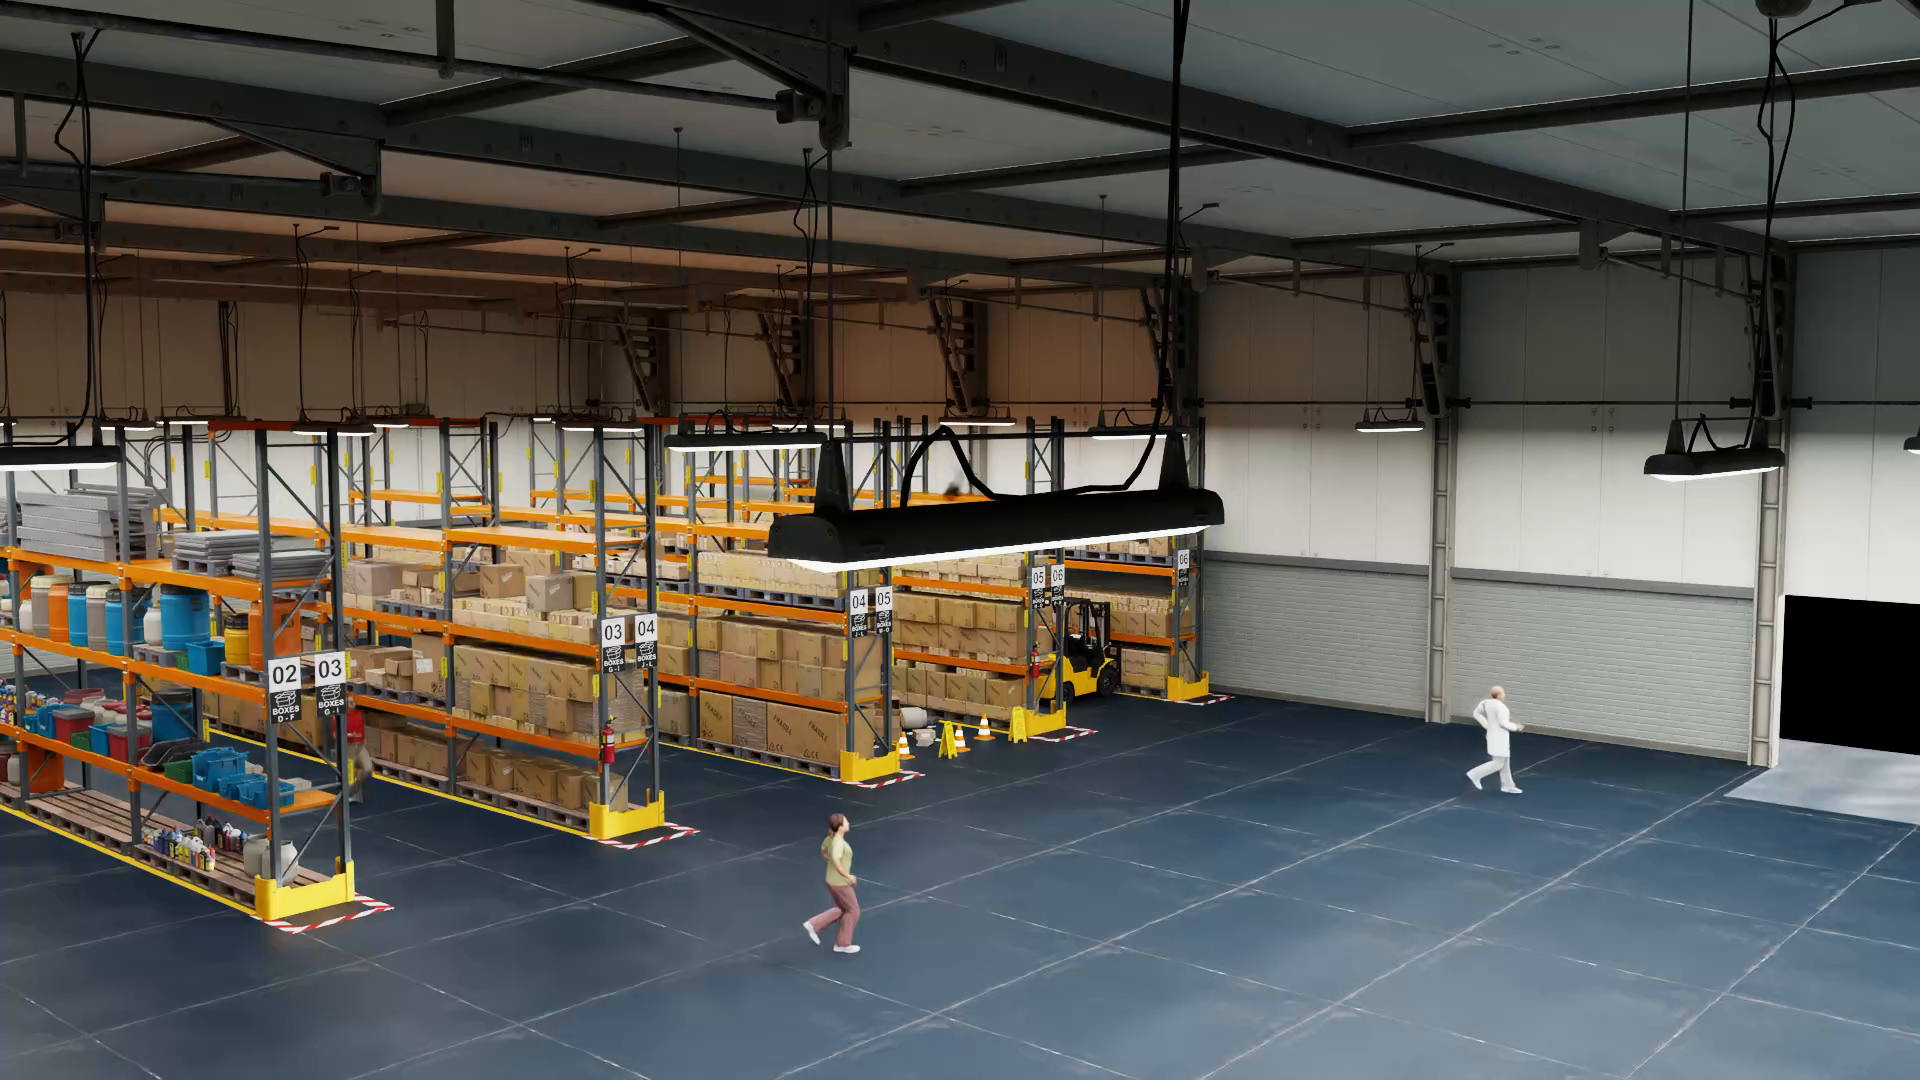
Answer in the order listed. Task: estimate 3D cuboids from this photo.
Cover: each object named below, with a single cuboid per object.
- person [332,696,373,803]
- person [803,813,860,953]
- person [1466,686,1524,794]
[{"bbox_3d":[-9.521,3.314,26.165,0.651,1.733,0.645,3,6,32],"label":"person"},{"bbox_3d":[-1.468,3.938,19.064,0.642,1.633,0.605,-2,5,-22],"label":"person"},{"bbox_3d":[8.608,3.229,26.754,1.005,1.784,0.710,-1,5,-9],"label":"person"}]
